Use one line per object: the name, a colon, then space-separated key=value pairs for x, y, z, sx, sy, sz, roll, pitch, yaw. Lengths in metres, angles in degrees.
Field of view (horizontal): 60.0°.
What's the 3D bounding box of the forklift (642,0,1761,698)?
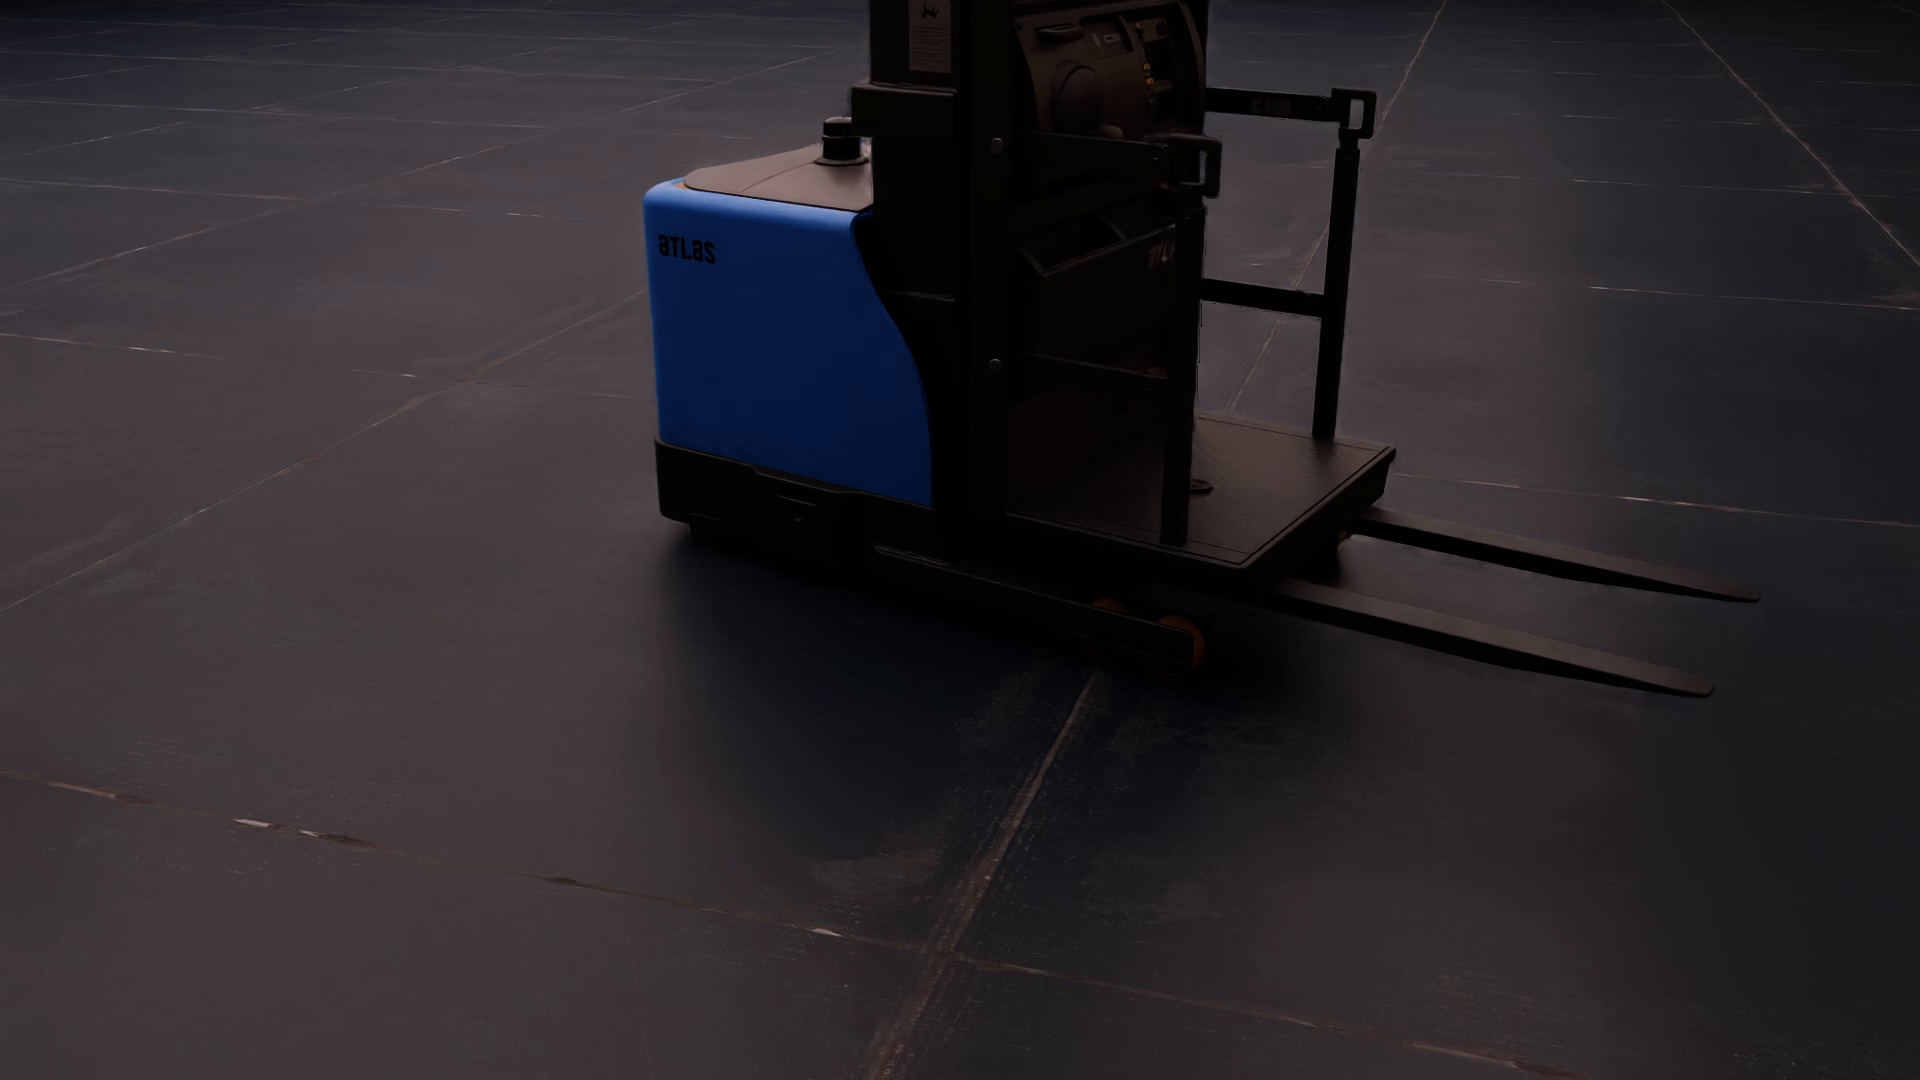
forklift: x=0.580 y=-1.225 z=4.246 sx=3.031 sy=2.935 sz=1.130 roll=14 pitch=26 yaw=30
